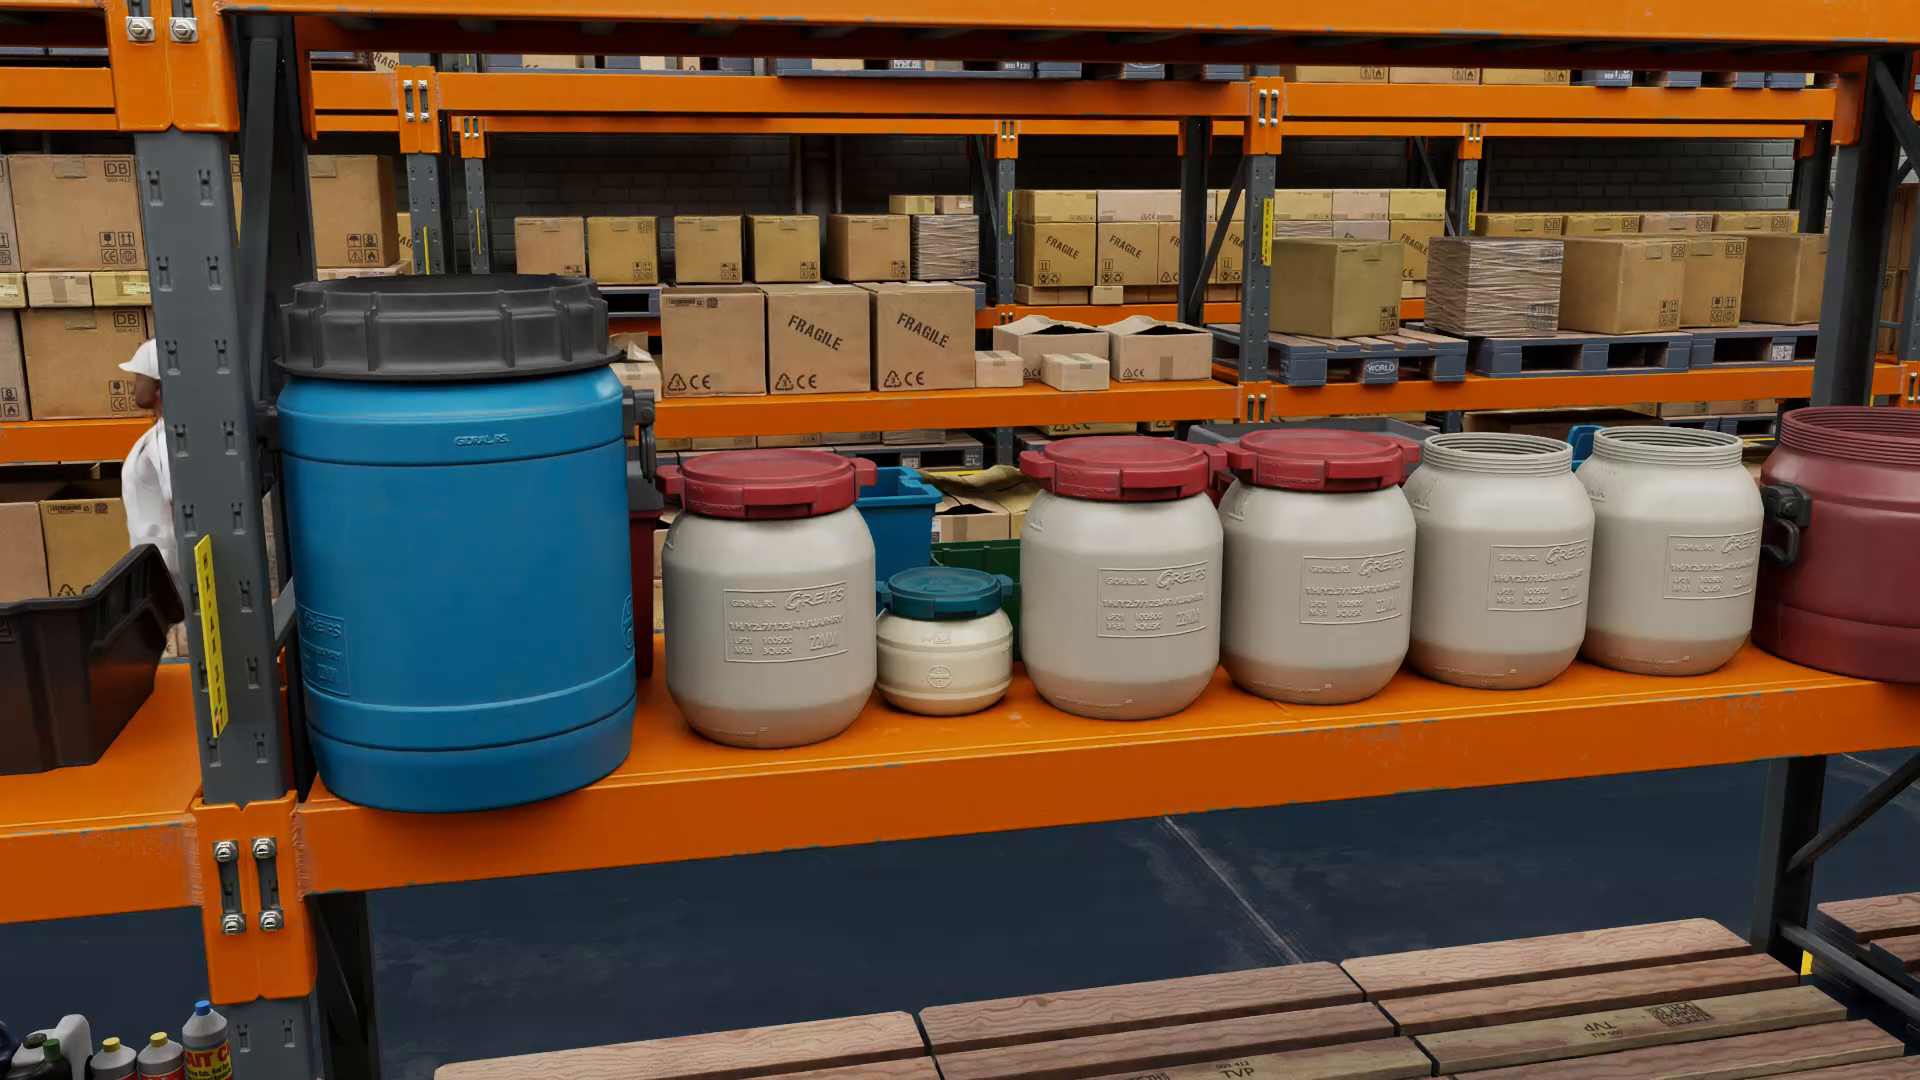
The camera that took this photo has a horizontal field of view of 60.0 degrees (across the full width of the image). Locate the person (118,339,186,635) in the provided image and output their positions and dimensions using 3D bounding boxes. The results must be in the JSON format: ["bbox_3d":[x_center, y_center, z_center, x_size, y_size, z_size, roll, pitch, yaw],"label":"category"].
[{"bbox_3d":[-3.165,0.076,6.532,0.934,1.734,0.610,-2,13,-8],"label":"person"}]
